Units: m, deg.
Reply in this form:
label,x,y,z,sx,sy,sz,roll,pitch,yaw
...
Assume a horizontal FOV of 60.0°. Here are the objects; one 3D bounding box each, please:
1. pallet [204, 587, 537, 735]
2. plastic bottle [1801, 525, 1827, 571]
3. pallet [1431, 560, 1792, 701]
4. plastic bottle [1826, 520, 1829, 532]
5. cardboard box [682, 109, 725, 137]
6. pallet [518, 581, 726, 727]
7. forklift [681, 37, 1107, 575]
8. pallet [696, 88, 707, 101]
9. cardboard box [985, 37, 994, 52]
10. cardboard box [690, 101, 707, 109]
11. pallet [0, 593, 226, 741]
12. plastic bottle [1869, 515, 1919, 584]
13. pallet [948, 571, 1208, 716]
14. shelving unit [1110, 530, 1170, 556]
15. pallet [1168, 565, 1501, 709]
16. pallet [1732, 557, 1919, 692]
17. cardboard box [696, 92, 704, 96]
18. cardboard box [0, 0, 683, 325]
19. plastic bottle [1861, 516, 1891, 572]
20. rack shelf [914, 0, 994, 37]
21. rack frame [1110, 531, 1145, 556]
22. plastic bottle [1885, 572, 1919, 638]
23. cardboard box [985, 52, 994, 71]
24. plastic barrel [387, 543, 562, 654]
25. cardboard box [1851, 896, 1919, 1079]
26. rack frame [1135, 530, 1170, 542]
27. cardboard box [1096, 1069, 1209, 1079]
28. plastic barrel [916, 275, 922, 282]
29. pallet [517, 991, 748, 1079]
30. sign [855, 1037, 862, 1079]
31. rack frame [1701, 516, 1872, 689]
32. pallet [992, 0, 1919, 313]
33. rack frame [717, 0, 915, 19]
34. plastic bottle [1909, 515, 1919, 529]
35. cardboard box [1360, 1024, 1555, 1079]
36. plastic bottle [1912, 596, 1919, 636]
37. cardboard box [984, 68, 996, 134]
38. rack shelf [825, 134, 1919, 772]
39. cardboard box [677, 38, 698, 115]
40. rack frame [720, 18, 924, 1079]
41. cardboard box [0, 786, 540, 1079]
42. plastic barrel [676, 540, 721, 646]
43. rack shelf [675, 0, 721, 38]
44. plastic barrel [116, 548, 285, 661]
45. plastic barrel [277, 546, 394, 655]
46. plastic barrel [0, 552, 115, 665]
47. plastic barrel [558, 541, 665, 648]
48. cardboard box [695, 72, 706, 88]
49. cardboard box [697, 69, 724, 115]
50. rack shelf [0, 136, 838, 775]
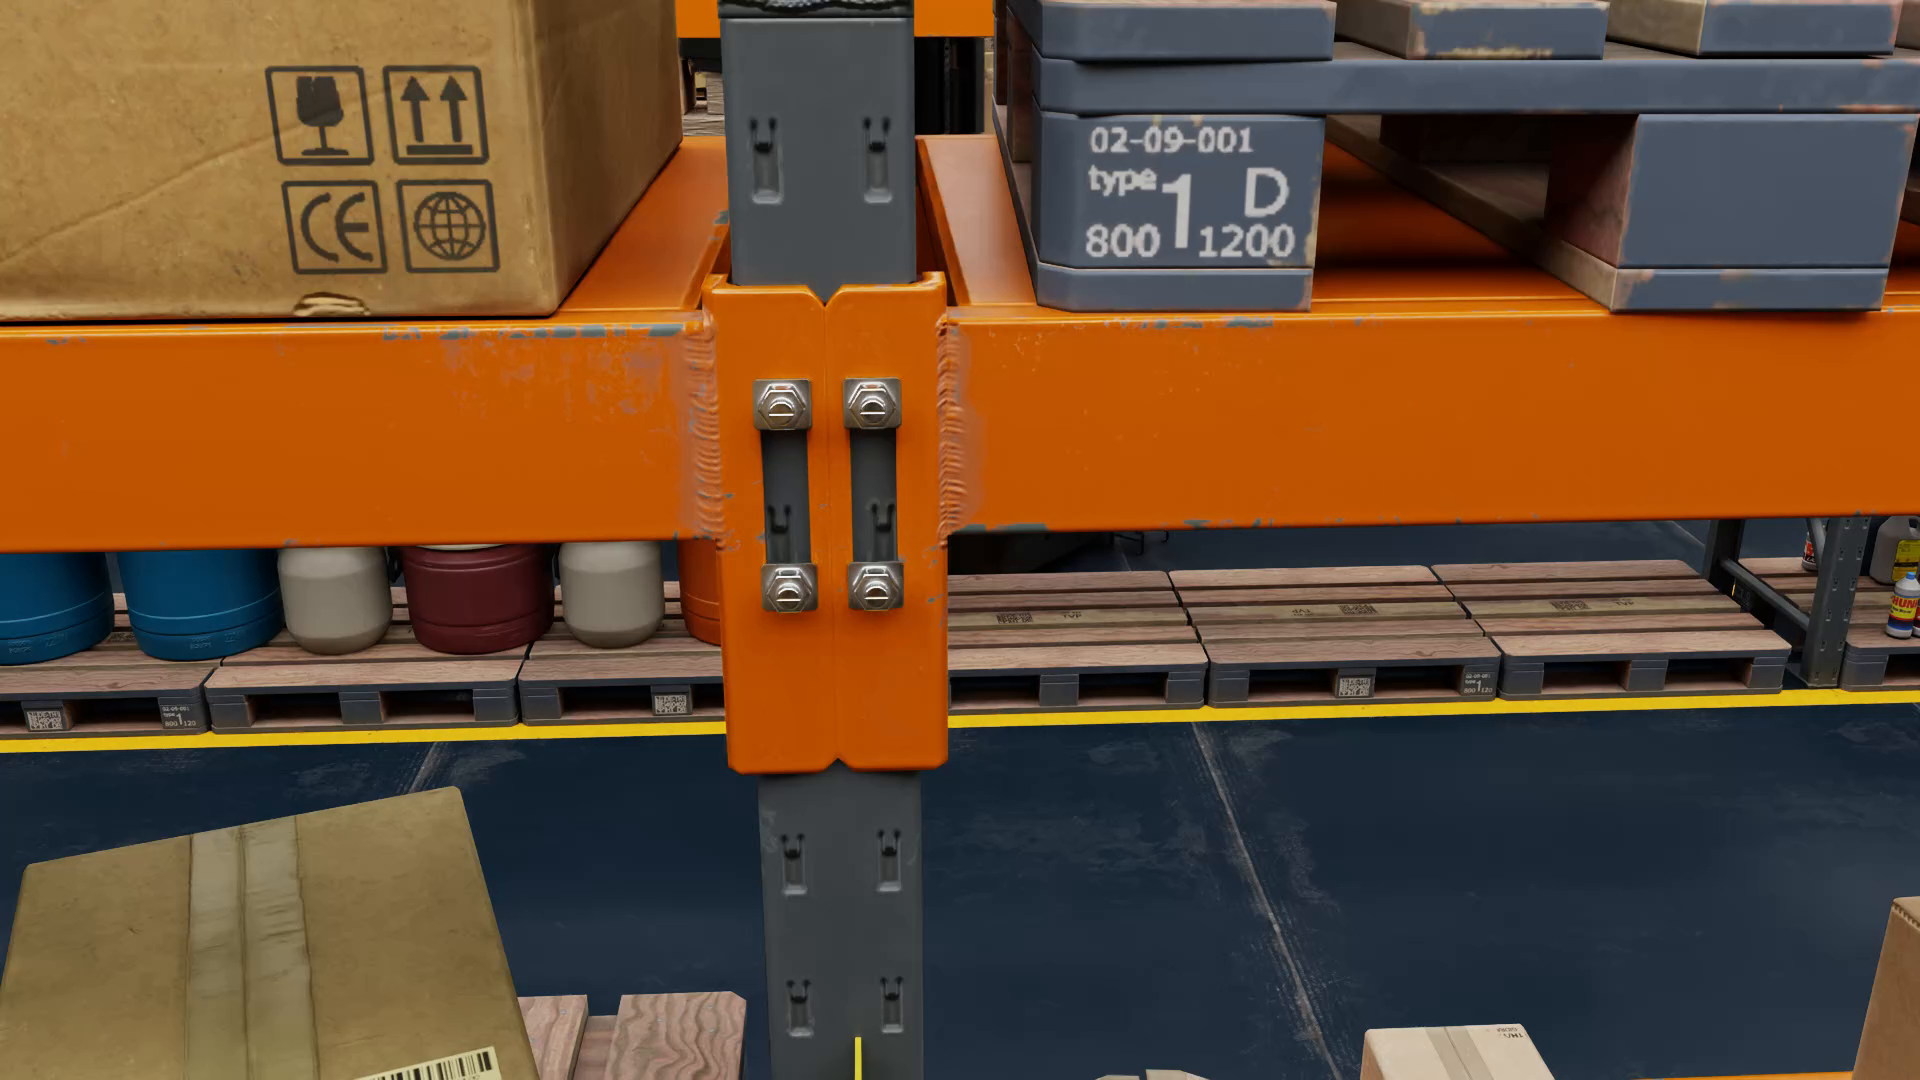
label,x,y,z,sx,sy,sz,roll,pitch,yaw
pallet,-2.400,0.484,7.052,1.213,0.211,1.003,-1,21,-3
plastic bottle,3.937,0.029,7.643,0.097,0.201,0.097,0,21,0
pallet,2.811,0.378,7.331,1.213,0.211,1.003,-1,21,-3
plastic bottle,4.054,-0.018,7.651,0.133,0.283,0.061,0,21,0
cardboard box,-1.660,-2.574,11.024,0.500,0.500,0.500,-1,21,-4
pallet,-1.185,0.461,7.115,1.213,0.211,1.003,-1,21,-3
forklift,-0.686,-1.558,8.593,3.031,2.935,1.130,15,26,35
pallet,-2.839,-4.252,15.844,1.213,0.211,1.003,-1,21,-3
cardboard box,0.088,-4.927,15.801,0.500,0.500,0.700,-1,21,-4
cardboard box,-1.699,-2.755,11.501,0.500,0.500,0.500,-2,21,-5
pallet,-3.621,0.510,6.984,1.213,0.211,1.003,-1,21,-3
plastic bottle,4.228,0.013,7.475,0.185,0.351,0.144,-1,21,-3
pallet,0.375,0.428,7.201,1.213,0.211,1.003,-1,21,-3
shelving unit,0.925,-0.467,8.372,0.215,1.050,0.252,15,26,35
pallet,1.590,0.404,7.263,1.213,0.211,1.003,-1,21,-3
pallet,4.266,0.350,7.406,1.213,0.211,1.003,-1,21,-3
cardboard box,-2.834,-5.355,20.867,0.875,0.875,0.875,-1,21,-2
cardboard box,-0.555,-0.542,1.471,0.500,0.500,0.910,-1,21,-3
plastic bottle,4.220,-0.038,7.609,0.185,0.351,0.144,-2,21,-4
rack shelf,1.596,-1.980,6.400,4.000,0.370,1.077,-1,21,-3
rack frame,0.850,-0.433,8.282,0.200,1.050,0.008,15,26,35
plastic bottle,3.936,0.264,6.928,0.097,0.271,0.097,0,21,0
cardboard box,0.106,-4.368,15.738,0.500,0.500,0.500,-1,21,-4
plastic barrel,-2.015,0.096,6.952,0.708,0.588,0.600,-1,21,-3
cardboard box,1.553,0.800,2.165,0.500,0.500,0.500,-2,21,-6
rack frame,0.999,-0.501,8.462,0.200,1.050,0.008,15,26,35
cardboard box,0.244,0.936,2.072,0.500,0.311,0.500,0,21,0
plastic barrel,0.046,-1.054,6.983,0.708,0.536,0.600,-1,21,-3
pallet,-0.794,1.015,2.010,1.003,0.211,1.213,-1,21,-3
sign,-0.081,0.575,1.380,0.005,0.325,0.100,-1,21,-3
rack frame,3.593,-0.955,6.913,0.127,3.000,1.000,-1,21,-3
pallet,0.551,-0.473,1.697,1.003,0.211,1.213,0,21,-1
rack frame,-0.121,-1.917,1.010,0.127,3.000,1.000,-1,21,-3
plastic bottle,4.411,-0.042,7.619,0.185,0.351,0.144,-2,21,-6
cardboard box,0.761,0.887,2.428,0.250,0.149,0.380,-1,21,-3
plastic bottle,4.038,0.295,6.946,0.097,0.201,0.097,0,21,0
cardboard box,0.405,-2.948,11.417,0.500,0.500,0.700,2,21,5
rack shelf,1.875,-0.220,1.779,4.000,0.370,1.077,-1,21,-3
cardboard box,-2.065,-3.127,11.068,0.637,0.503,0.797,-1,21,-2
rack frame,-0.121,0.886,2.078,0.127,3.000,1.000,-1,21,-3
cardboard box,-0.744,0.696,1.846,0.500,0.500,0.700,-8,22,-21
plastic barrel,-0.888,-0.039,6.969,0.708,0.830,0.600,-1,21,-3
rack shelf,-2.397,-1.898,6.187,4.000,0.370,1.077,-1,21,-3
plastic barrel,-3.143,-0.027,6.836,0.708,0.901,0.600,-1,21,-3
plastic barrel,-2.574,0.175,6.852,0.421,0.512,0.421,0,21,0
plastic barrel,-3.850,-0.013,6.798,0.708,0.901,0.600,-1,21,-3
plastic barrel,-1.447,0.152,6.912,0.421,0.512,0.421,0,21,0
cardboard box,-2.354,-4.283,15.417,0.250,0.149,0.380,-2,21,-5
cardboard box,-1.414,-3.139,11.101,0.637,0.503,0.797,0,21,-1
rack shelf,-2.118,-0.139,1.565,4.000,0.370,1.077,-1,21,-3
